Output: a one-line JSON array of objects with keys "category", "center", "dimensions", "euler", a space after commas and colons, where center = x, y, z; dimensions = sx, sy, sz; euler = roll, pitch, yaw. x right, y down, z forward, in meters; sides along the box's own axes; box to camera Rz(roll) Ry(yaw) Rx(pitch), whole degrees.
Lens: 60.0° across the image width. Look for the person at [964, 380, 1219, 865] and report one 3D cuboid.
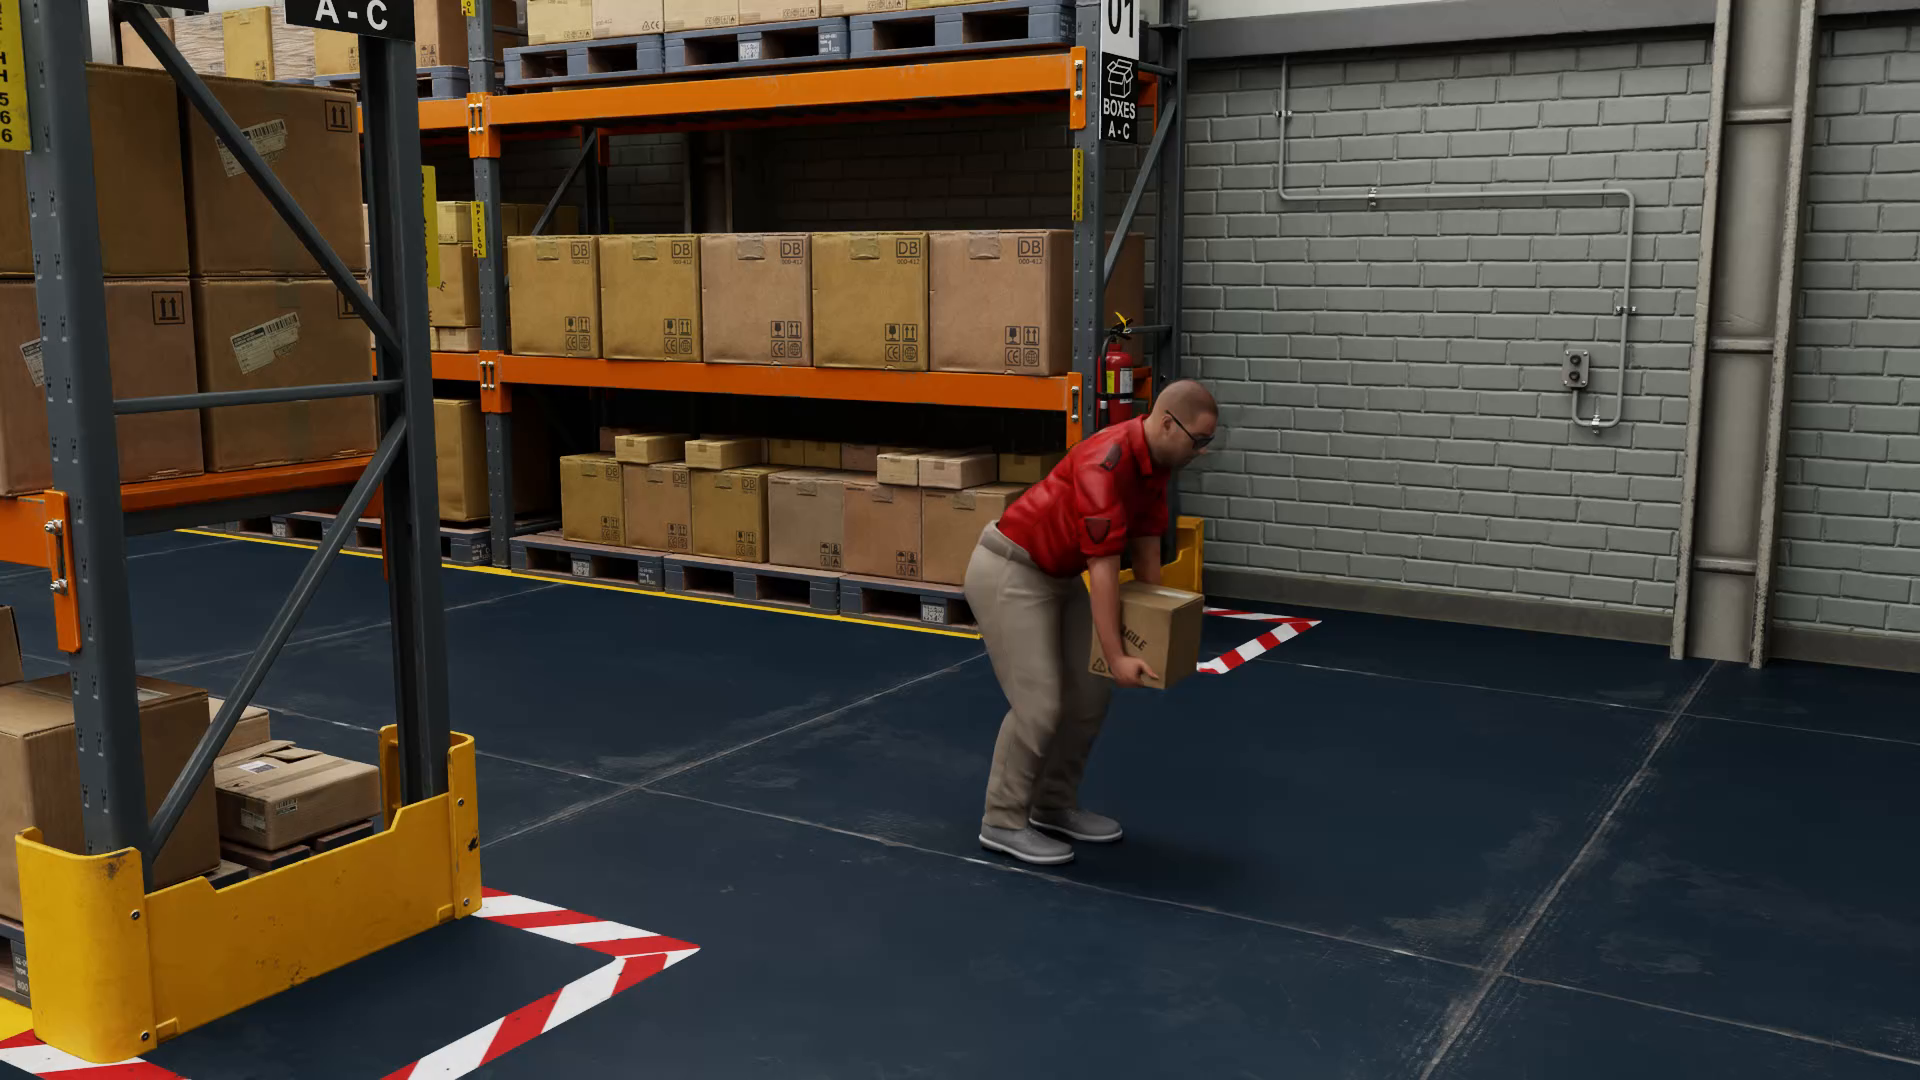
[{"category": "person", "center": [0.409, 0.246, 5.163], "dimensions": [0.779, 1.501, 0.486], "euler": [5, 11, 30]}]
